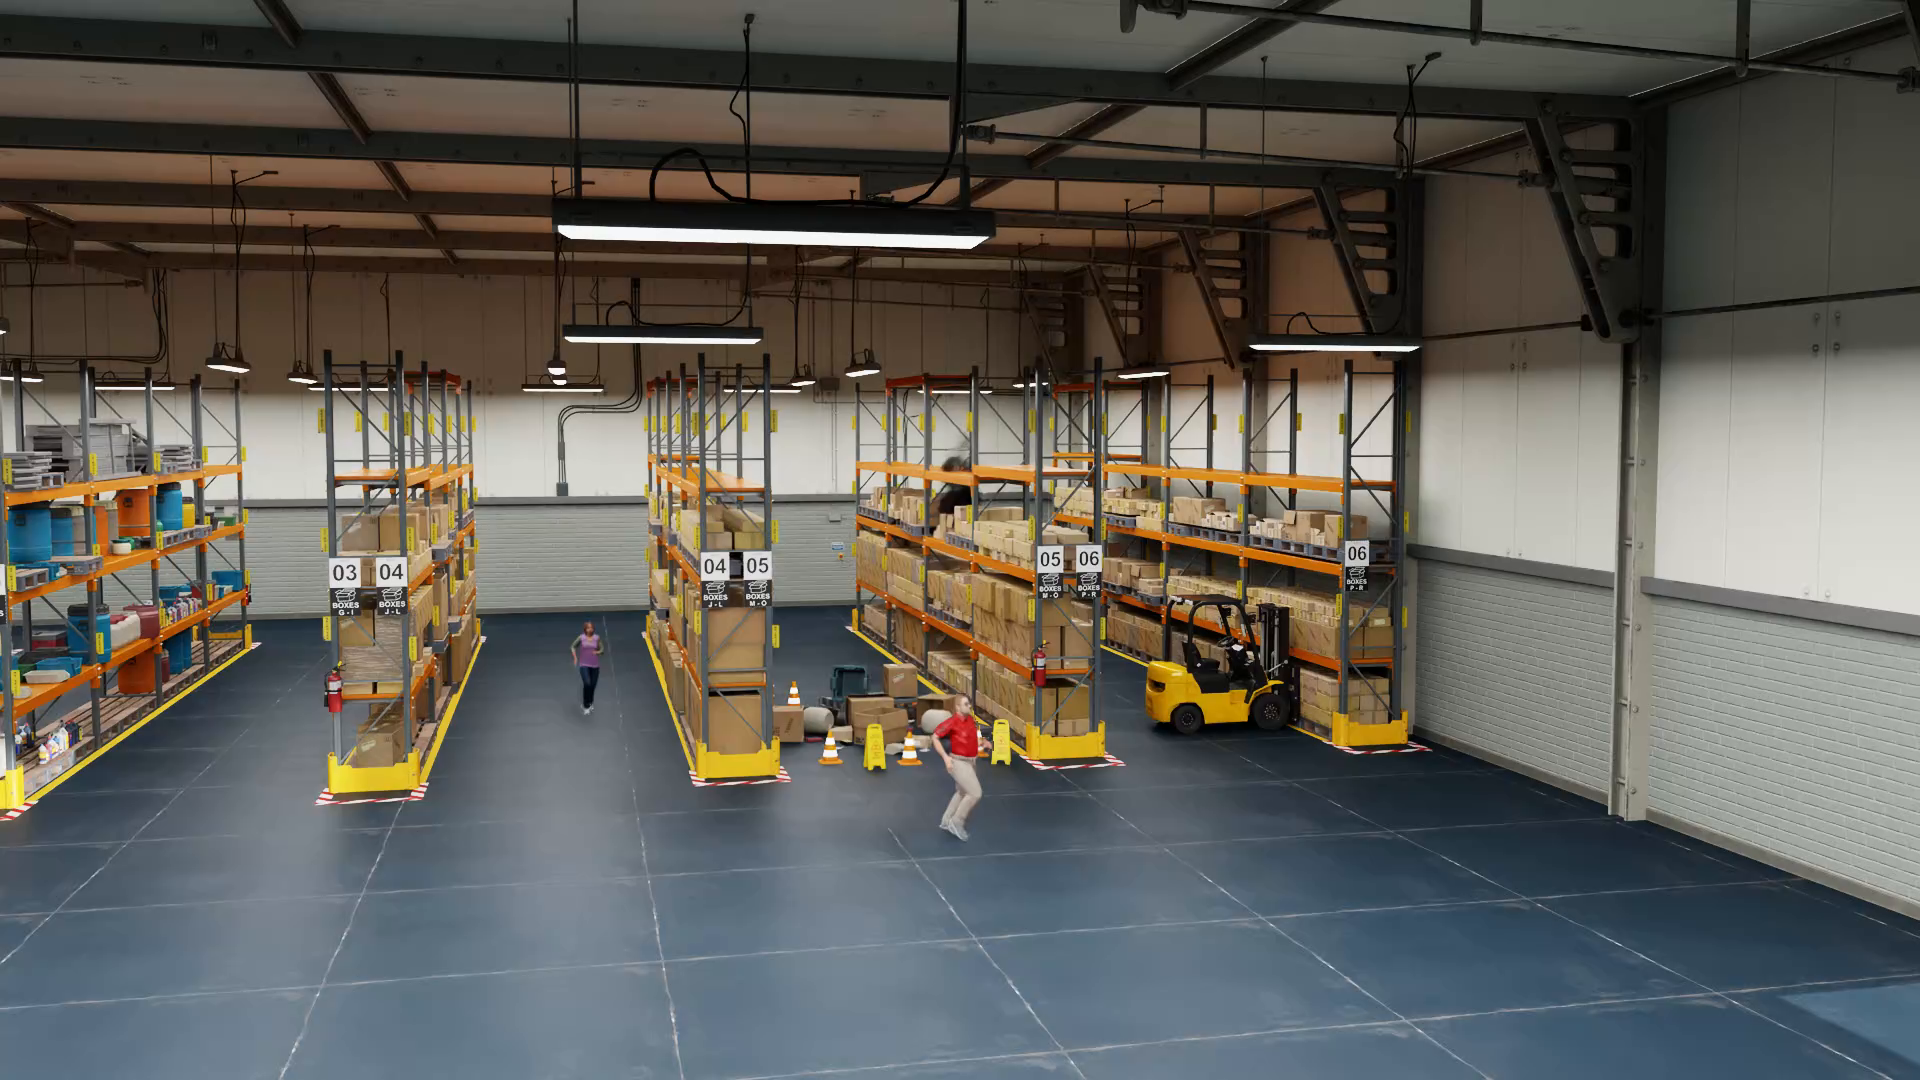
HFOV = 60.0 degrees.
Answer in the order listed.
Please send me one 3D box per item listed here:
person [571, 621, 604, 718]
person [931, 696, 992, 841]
[{"bbox_3d":[-6.386,2.212,28.606,0.503,1.644,0.710,-2,4,-27],"label":"person"},{"bbox_3d":[0.061,2.755,20.094,0.703,1.748,0.636,2,4,26],"label":"person"}]
